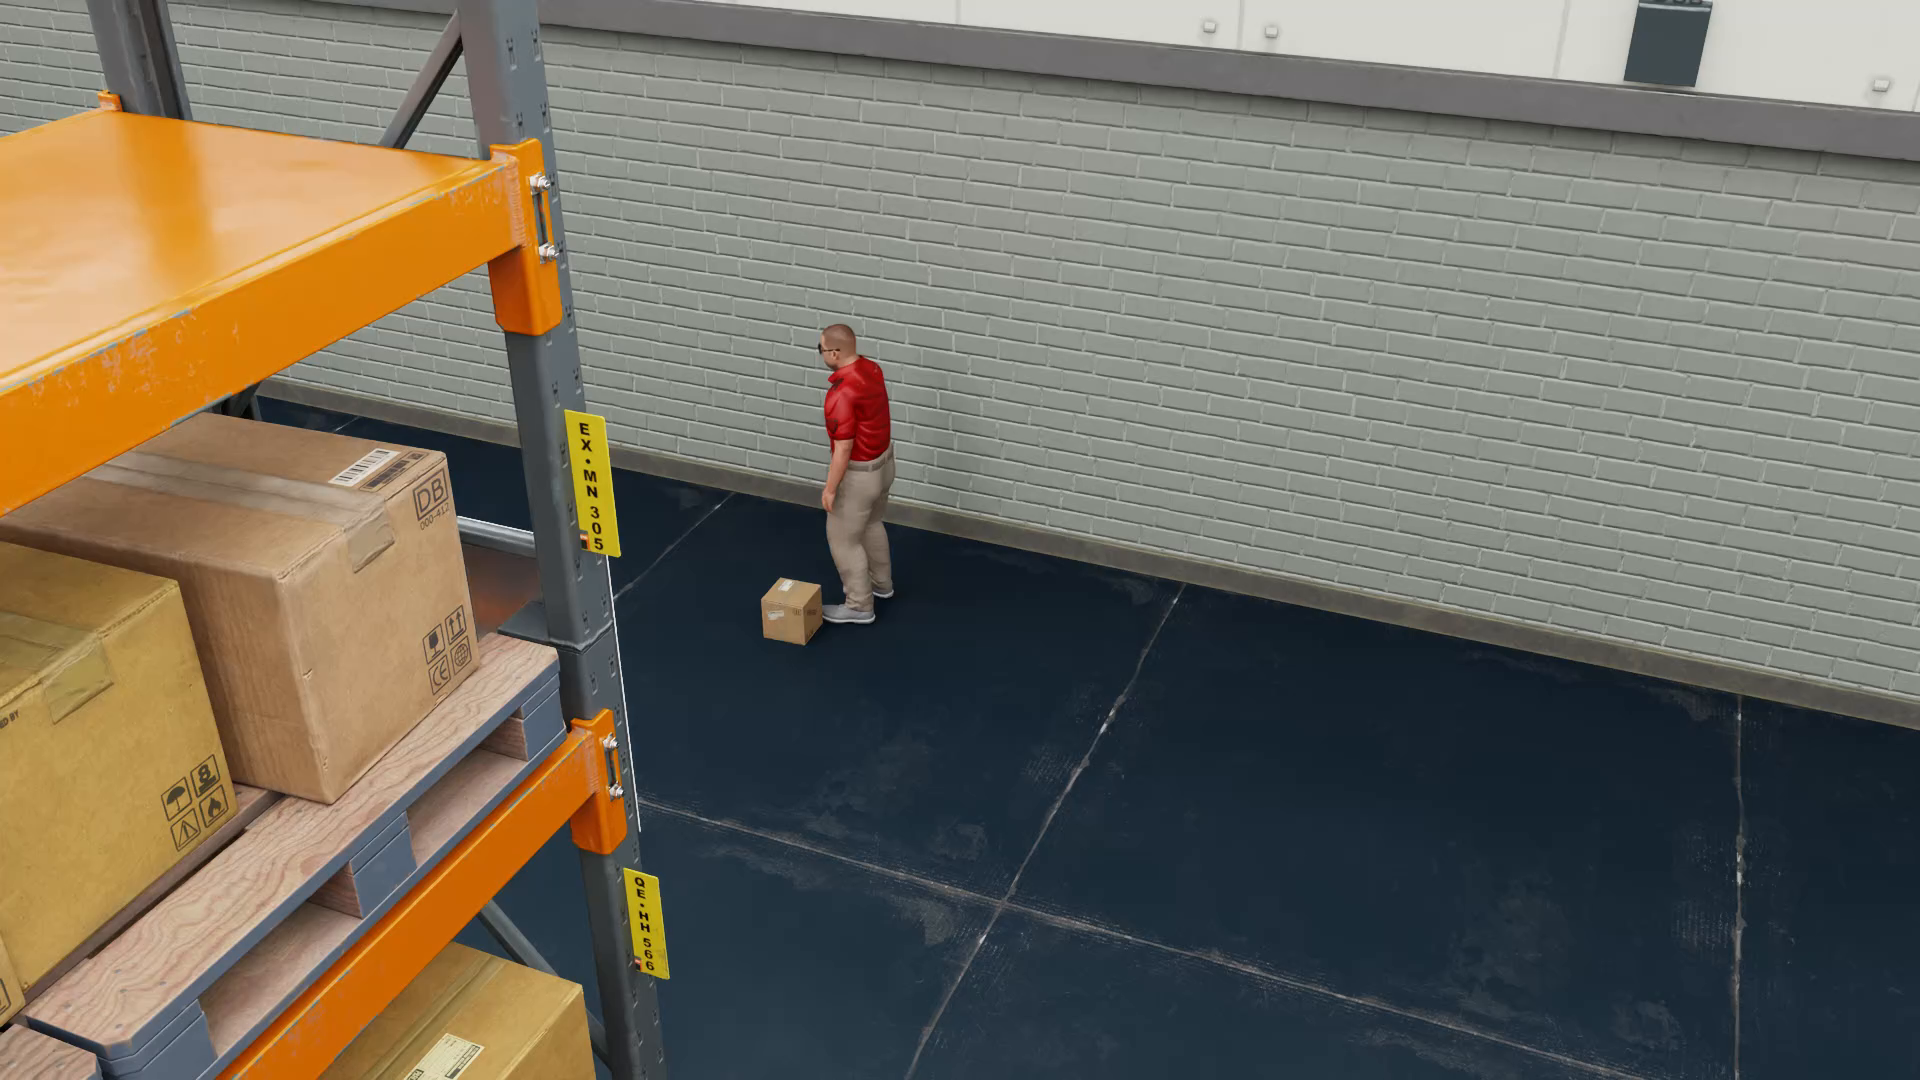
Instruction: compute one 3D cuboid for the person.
[{"bbox_3d":[-0.572,-0.364,9.058,0.391,1.727,0.585,11,31,19],"label":"person"}]
